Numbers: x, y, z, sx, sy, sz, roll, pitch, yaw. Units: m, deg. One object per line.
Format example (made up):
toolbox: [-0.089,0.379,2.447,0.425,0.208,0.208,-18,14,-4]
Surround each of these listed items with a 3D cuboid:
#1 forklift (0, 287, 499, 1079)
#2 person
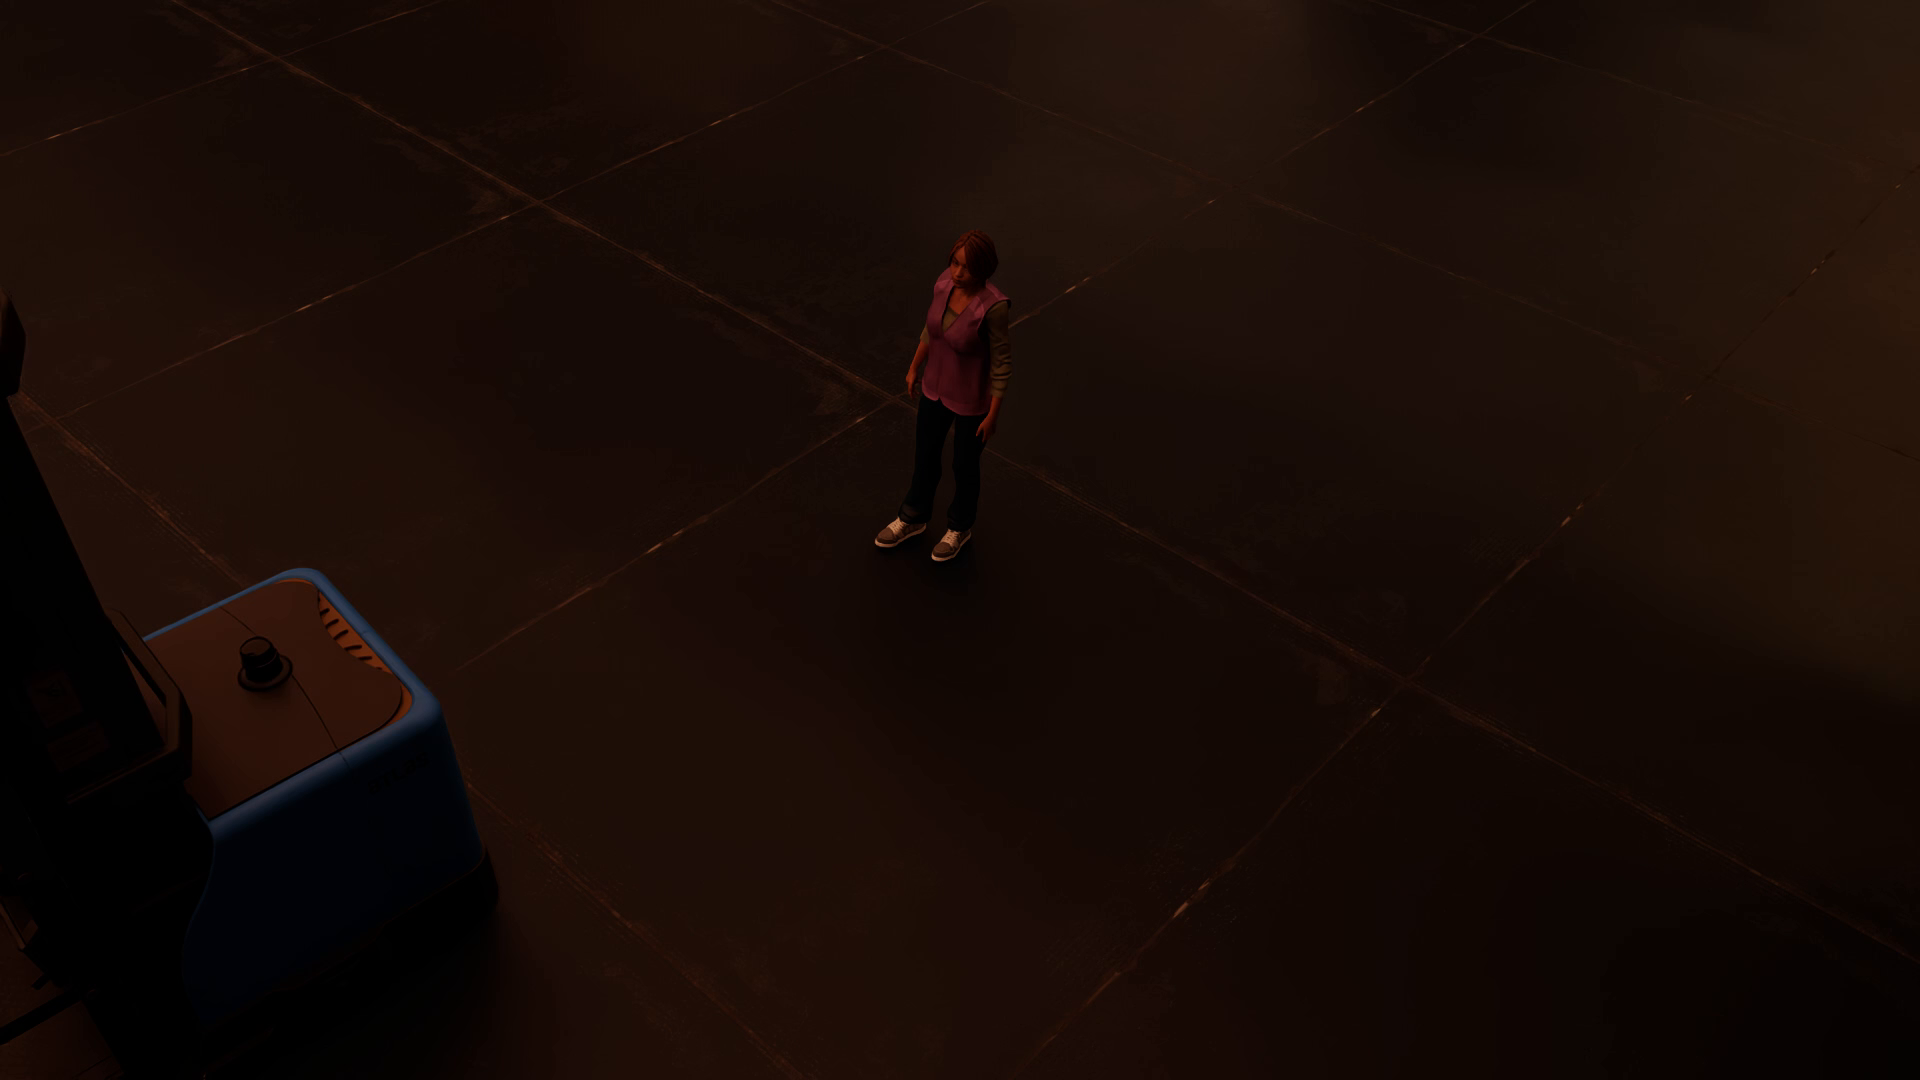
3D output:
forklift: [-3.116,0.650,4.671,3.031,2.935,1.130,-30,49,-30]
person: [-0.061,-0.582,7.120,0.520,1.599,0.473,31,49,31]
